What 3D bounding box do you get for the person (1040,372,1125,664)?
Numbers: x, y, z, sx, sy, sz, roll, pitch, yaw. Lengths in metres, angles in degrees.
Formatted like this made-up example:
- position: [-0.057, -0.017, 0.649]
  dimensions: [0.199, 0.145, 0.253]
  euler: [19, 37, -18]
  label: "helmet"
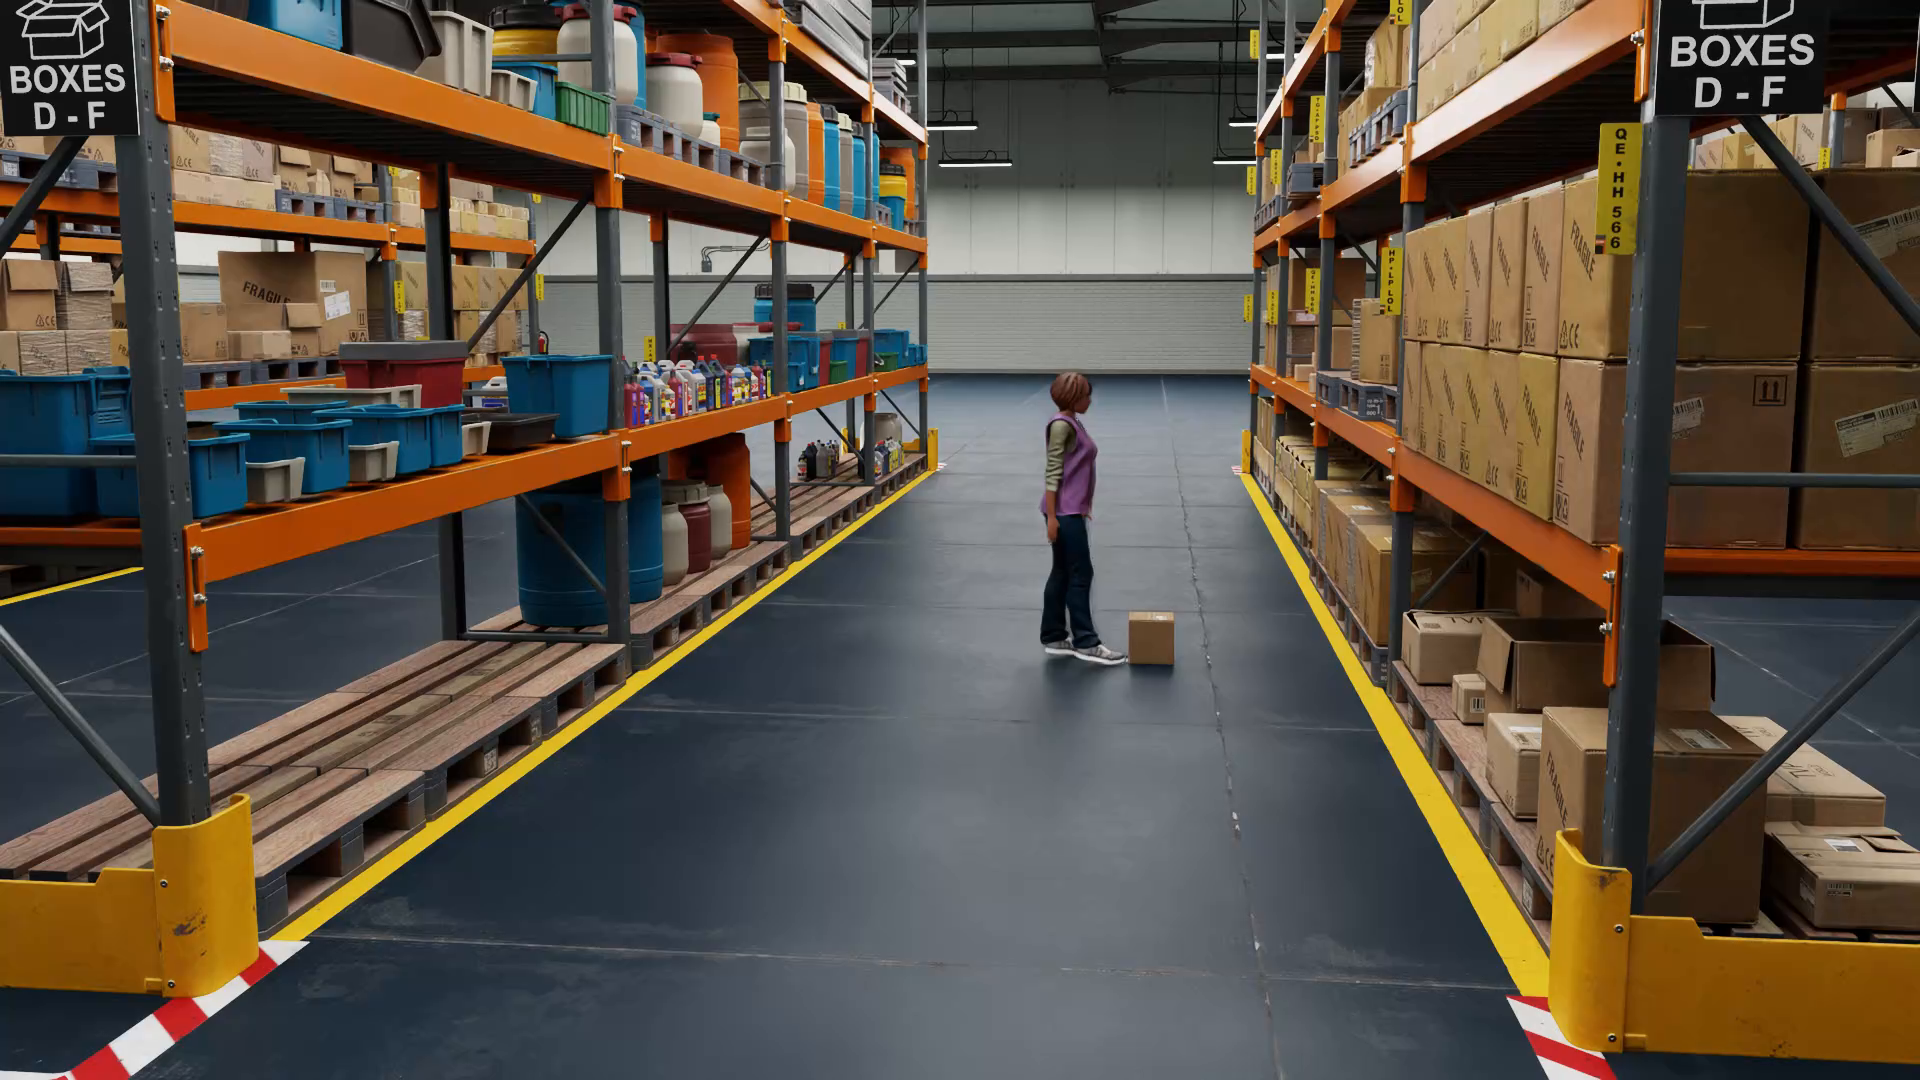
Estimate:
- position: [0.688, -0.135, 9.263]
  dimensions: [0.485, 1.599, 0.445]
  euler: [1, 8, 7]
  label: "person"
